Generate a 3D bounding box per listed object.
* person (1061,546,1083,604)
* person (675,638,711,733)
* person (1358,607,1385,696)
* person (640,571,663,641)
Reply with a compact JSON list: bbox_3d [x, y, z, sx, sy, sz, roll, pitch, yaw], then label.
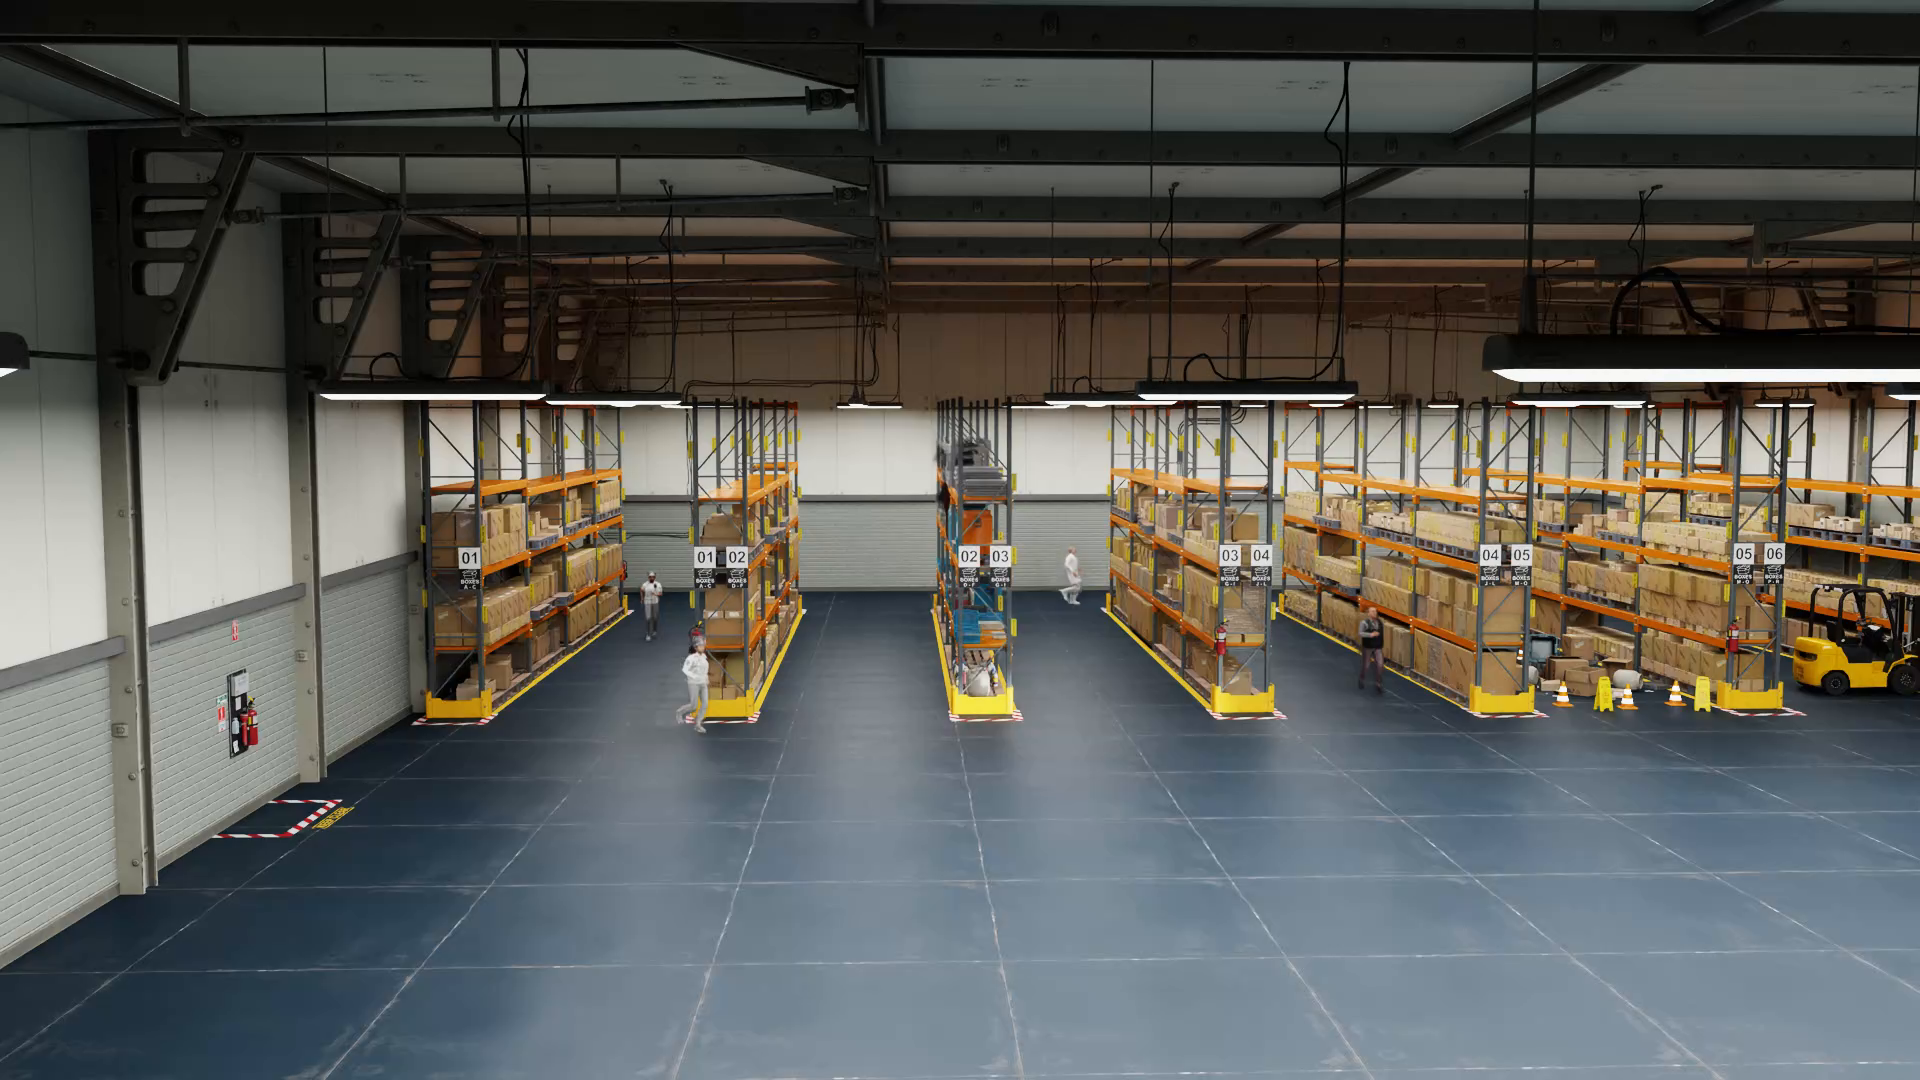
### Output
[{"bbox_3d":[3.330,1.051,49.384,0.637,1.732,0.710,1,5,11],"label":"person"},{"bbox_3d":[-4.757,2.593,29.934,0.691,1.676,0.635,3,6,37],"label":"person"},{"bbox_3d":[8.366,2.239,33.845,0.658,1.777,0.828,-1,4,-11],"label":"person"},{"bbox_3d":[-7.762,1.645,41.850,0.549,1.755,0.755,-1,5,-12],"label":"person"}]
